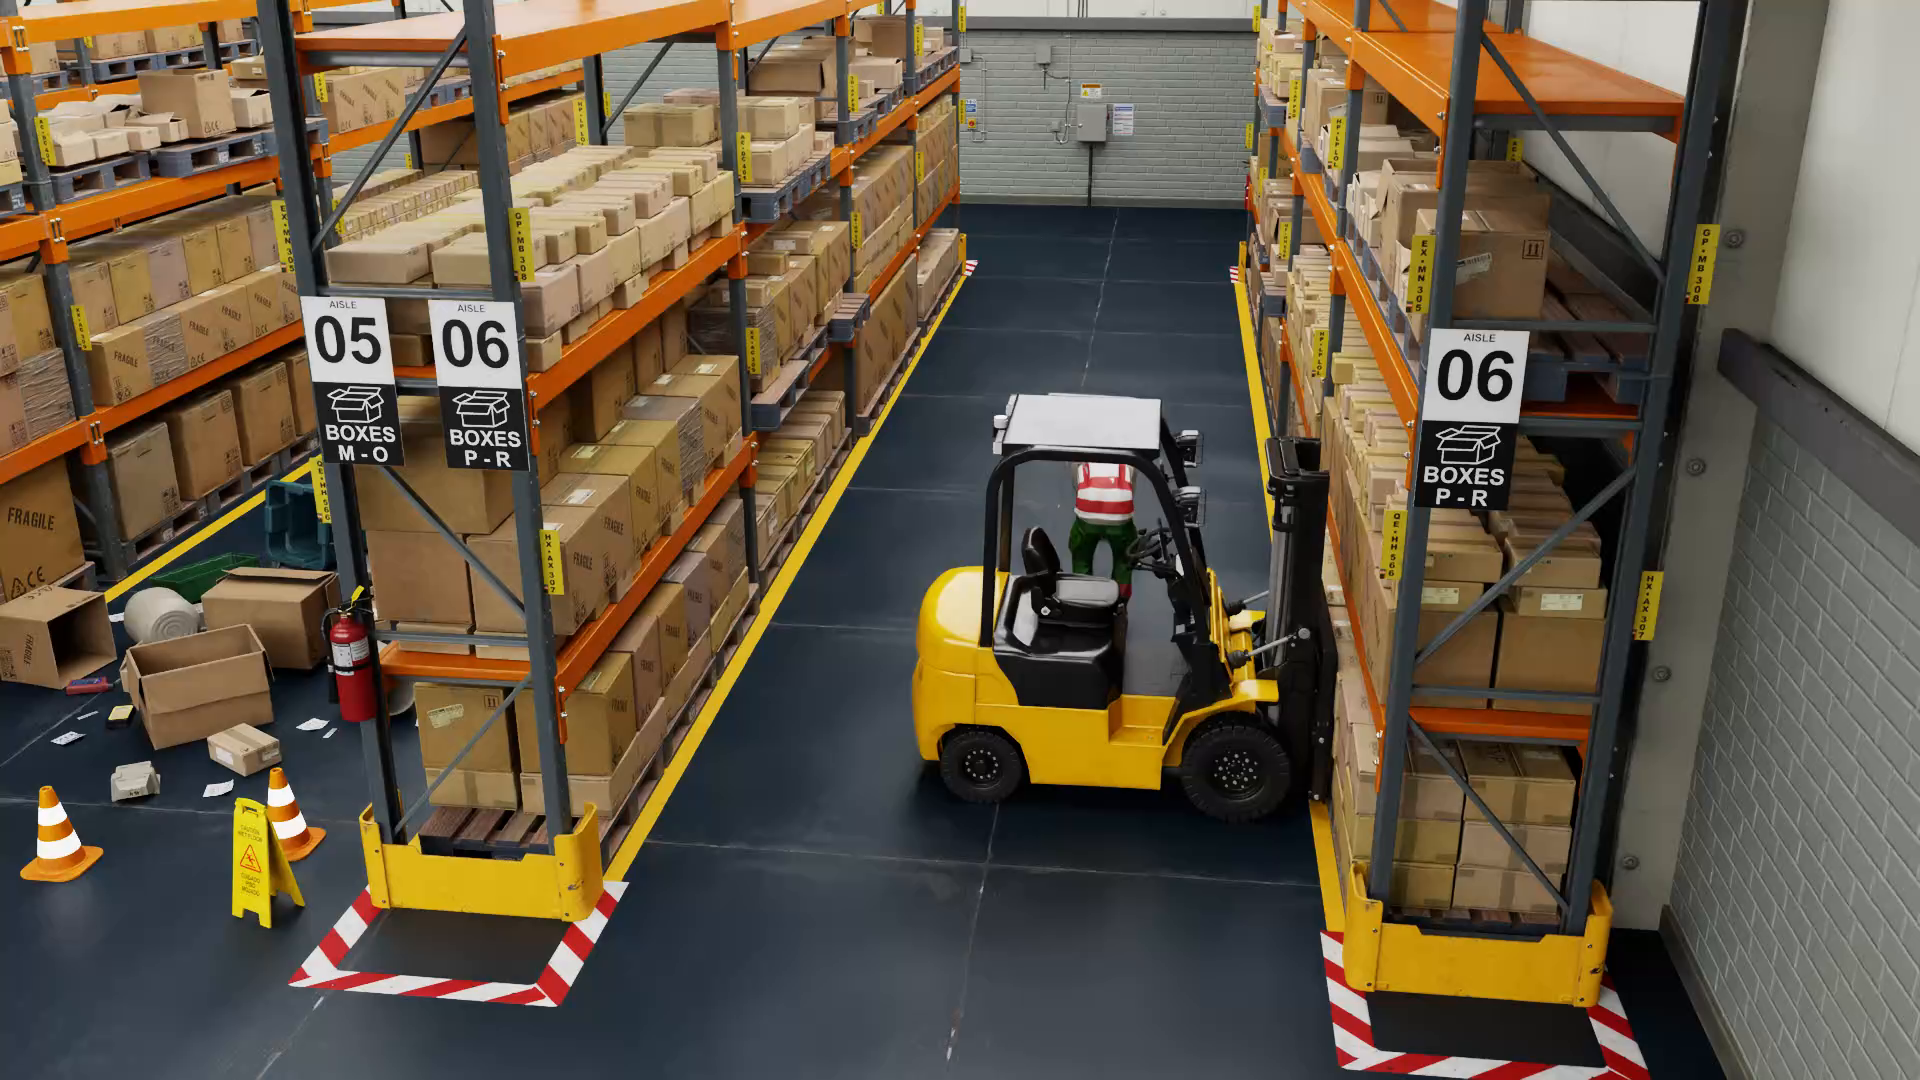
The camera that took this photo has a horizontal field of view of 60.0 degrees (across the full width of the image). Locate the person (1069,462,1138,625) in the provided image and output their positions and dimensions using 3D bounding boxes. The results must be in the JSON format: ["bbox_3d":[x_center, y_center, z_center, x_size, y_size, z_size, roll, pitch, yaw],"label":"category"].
[{"bbox_3d":[1.024,-0.138,11.838,0.492,1.478,0.851,2,21,5],"label":"person"}]
